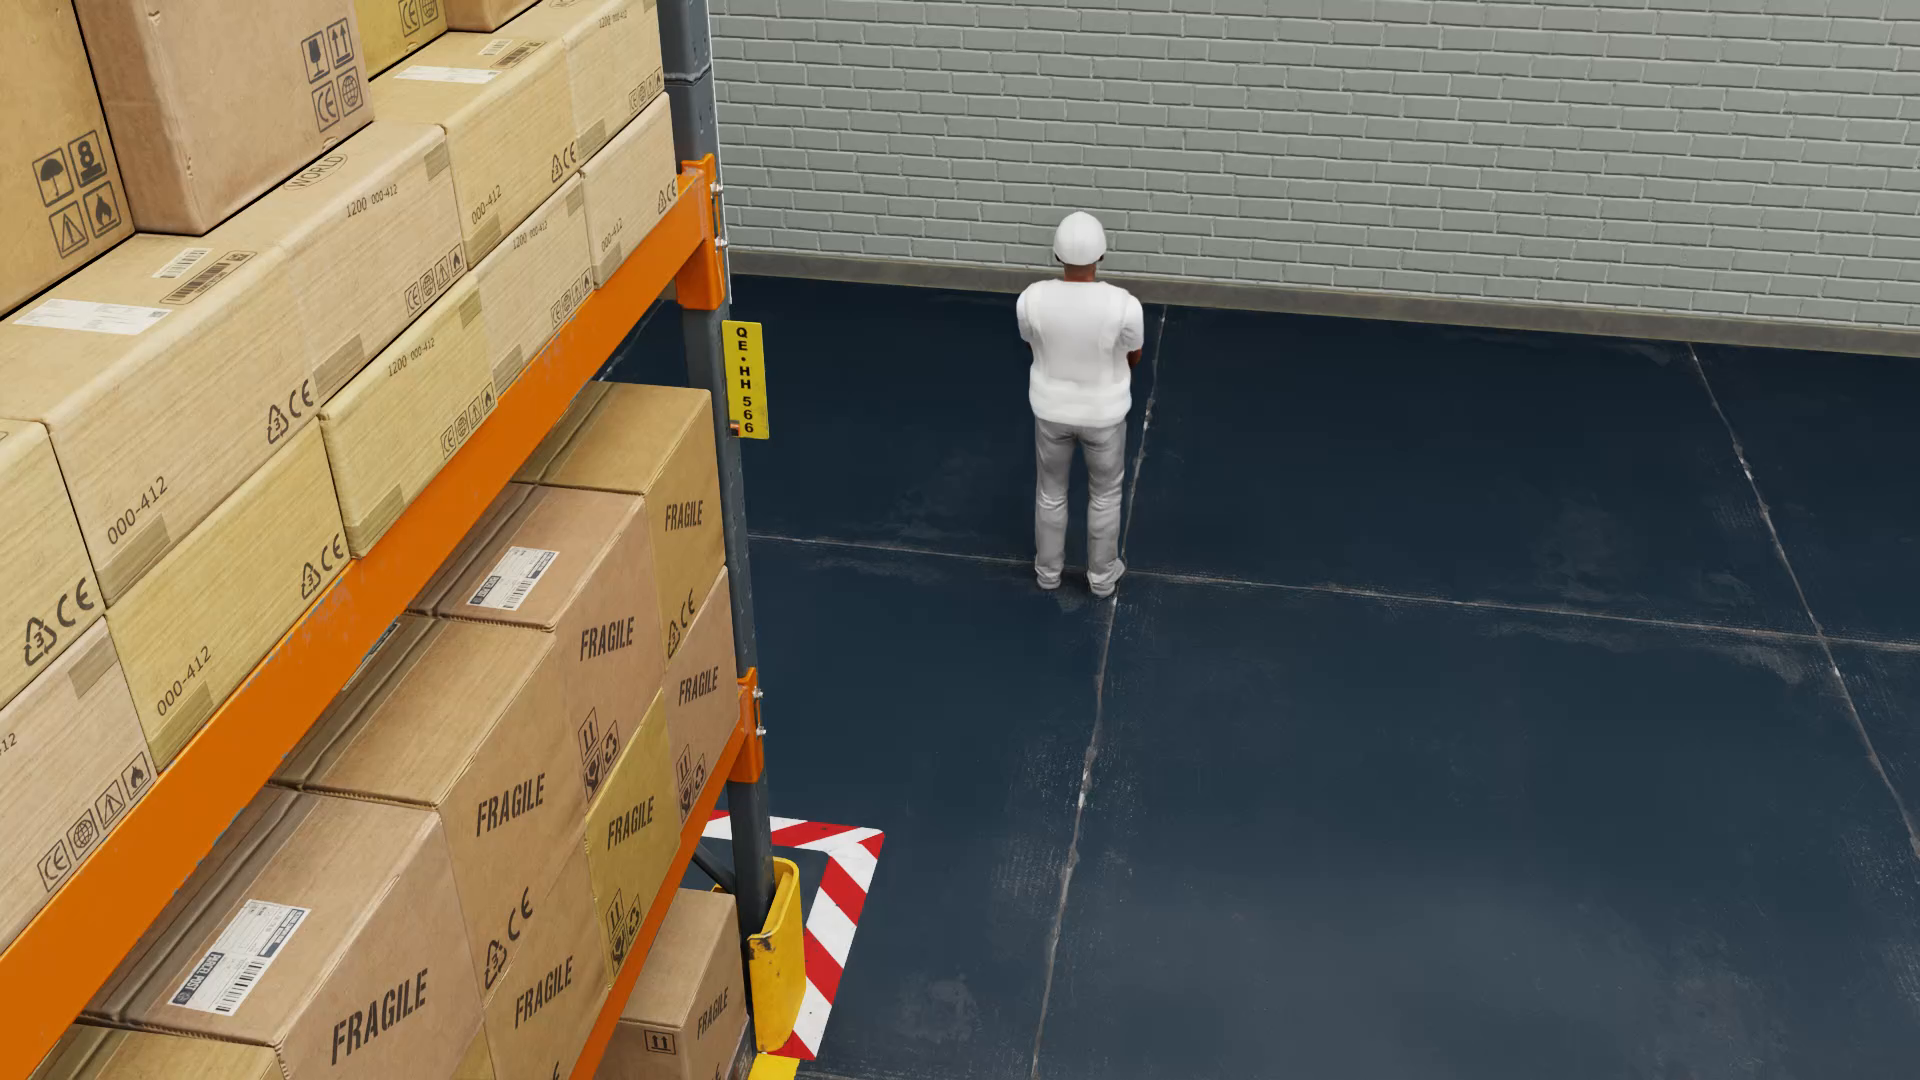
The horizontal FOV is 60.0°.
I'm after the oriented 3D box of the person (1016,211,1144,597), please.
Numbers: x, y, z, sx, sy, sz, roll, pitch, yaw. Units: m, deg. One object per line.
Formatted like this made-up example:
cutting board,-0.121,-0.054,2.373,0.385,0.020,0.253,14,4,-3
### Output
person,0.518,-0.599,7.064,0.516,1.770,0.571,8,33,12
